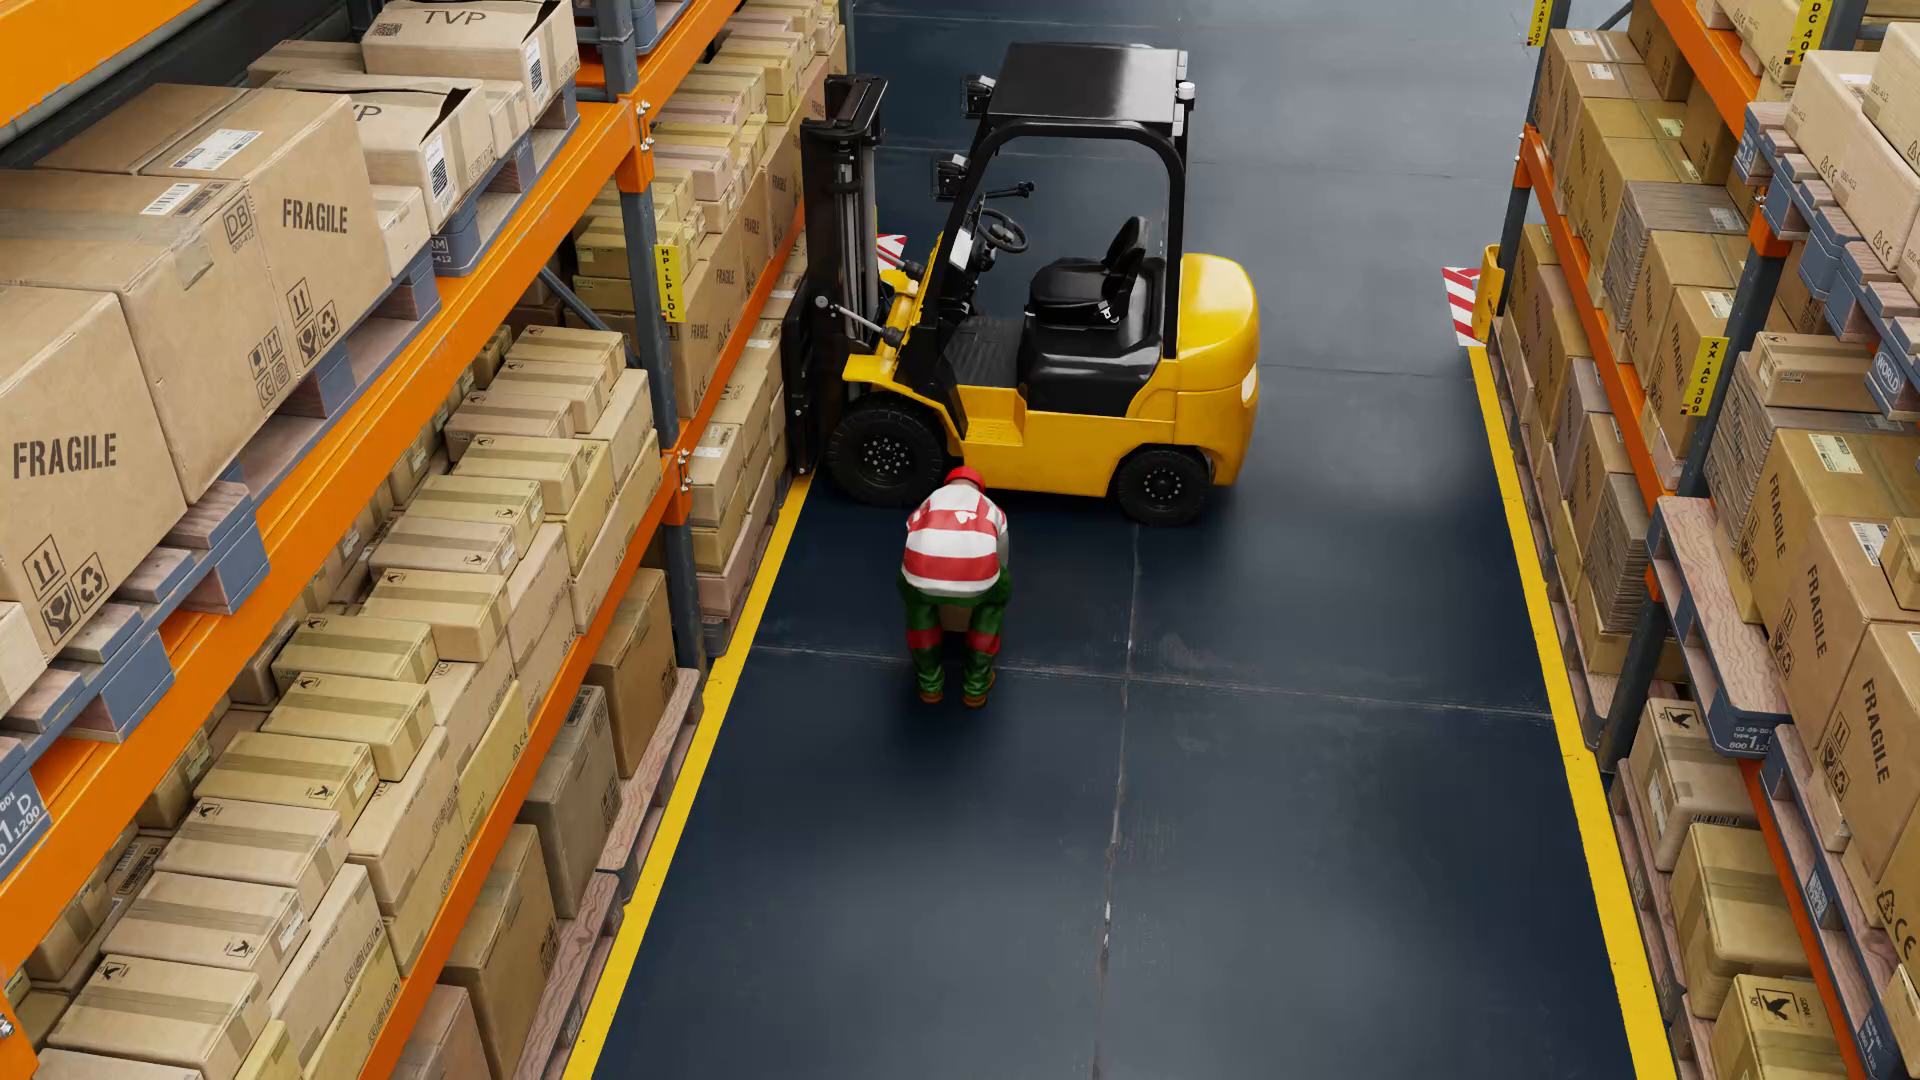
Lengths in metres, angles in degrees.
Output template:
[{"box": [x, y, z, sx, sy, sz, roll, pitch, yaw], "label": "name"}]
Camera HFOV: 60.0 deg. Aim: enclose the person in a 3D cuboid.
[{"box": [-0.016, 0.178, 7.422, 0.510, 1.024, 0.955, 3, 36, 4], "label": "person"}]
